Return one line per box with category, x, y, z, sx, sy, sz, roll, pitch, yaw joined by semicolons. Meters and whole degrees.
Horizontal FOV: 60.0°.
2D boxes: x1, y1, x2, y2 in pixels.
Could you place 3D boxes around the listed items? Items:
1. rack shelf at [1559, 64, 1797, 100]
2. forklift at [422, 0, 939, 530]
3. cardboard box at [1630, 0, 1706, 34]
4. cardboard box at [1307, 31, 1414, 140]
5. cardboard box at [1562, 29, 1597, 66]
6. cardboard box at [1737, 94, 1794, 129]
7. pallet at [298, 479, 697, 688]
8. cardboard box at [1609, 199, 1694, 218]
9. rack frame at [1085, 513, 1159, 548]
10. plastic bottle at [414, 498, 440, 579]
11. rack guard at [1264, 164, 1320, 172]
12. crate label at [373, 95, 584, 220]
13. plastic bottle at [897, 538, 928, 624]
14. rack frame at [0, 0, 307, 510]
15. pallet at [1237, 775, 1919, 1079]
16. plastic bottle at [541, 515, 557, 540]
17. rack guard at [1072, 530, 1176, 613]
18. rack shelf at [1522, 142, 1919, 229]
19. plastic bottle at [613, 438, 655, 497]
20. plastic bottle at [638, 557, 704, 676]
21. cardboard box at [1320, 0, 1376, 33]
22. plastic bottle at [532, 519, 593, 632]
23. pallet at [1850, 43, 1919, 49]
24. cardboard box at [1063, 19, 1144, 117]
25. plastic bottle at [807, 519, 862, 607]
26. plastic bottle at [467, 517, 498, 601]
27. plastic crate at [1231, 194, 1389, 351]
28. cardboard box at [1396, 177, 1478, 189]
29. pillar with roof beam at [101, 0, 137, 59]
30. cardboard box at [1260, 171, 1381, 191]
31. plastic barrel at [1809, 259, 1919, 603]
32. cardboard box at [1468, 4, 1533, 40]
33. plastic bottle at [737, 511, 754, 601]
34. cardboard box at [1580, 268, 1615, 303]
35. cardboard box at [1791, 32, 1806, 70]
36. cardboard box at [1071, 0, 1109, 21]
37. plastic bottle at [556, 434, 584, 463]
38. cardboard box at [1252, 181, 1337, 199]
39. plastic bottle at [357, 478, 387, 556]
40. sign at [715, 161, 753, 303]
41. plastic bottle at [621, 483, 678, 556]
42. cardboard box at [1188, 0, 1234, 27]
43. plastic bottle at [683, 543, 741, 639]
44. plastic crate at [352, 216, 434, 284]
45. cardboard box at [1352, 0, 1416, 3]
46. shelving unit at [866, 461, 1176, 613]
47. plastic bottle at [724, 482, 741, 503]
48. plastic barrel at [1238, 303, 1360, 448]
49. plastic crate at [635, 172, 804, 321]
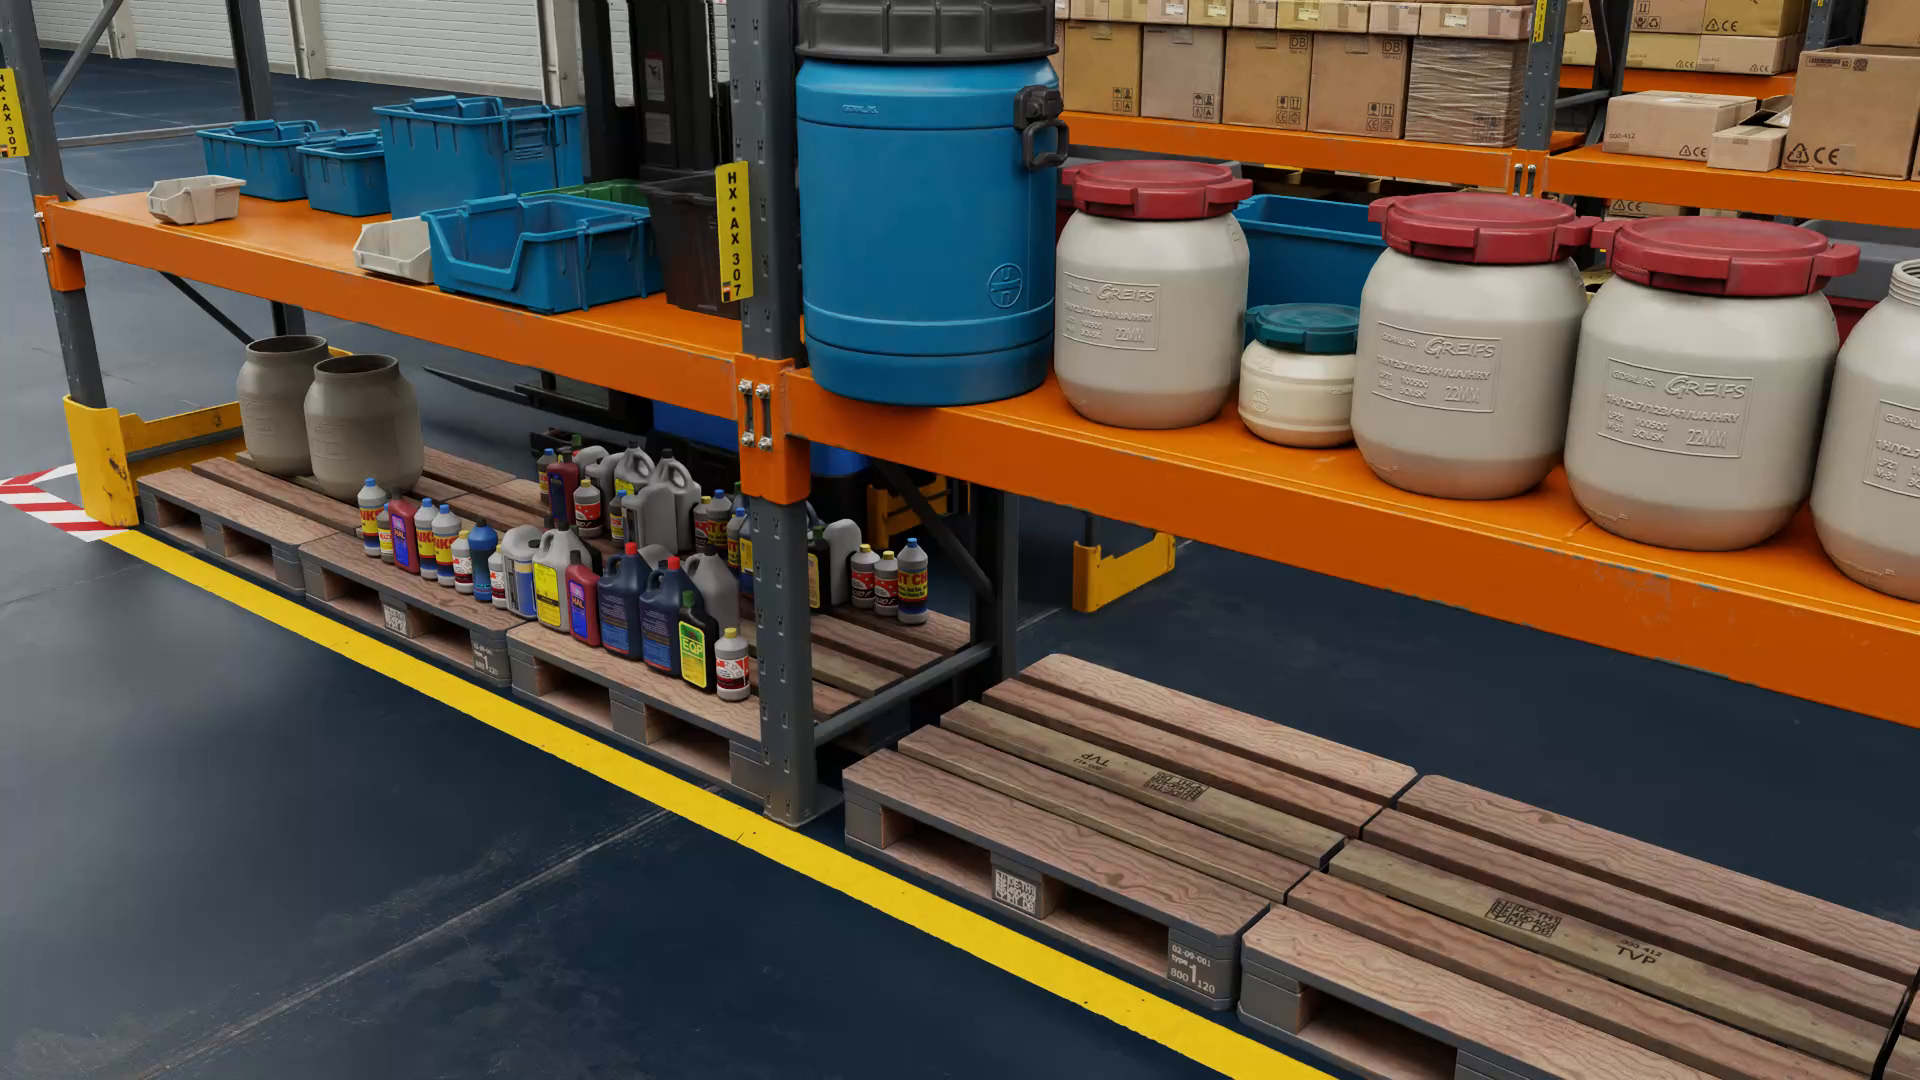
rack shelf;4.532;-3.572;12.910;4.000;0.370;1.077;16;26;36
forklift;-1.319;-1.788;7.255;3.031;2.935;1.130;16;26;36
cardboard box;5.130;-3.883;11.837;0.500;0.500;0.500;16;26;36
cardboard box;2.192;-2.368;8.554;0.500;0.500;0.700;16;26;36
cardboard box;4.743;-3.646;12.270;0.500;0.250;0.500;16;26;36
cardboard box;3.750;-1.899;7.643;0.258;0.266;0.396;15;26;35
pallet;-1.626;0.117;6.059;1.213;0.211;1.003;16;26;36
cardboard box;5.253;-2.720;12.548;0.500;0.500;0.500;14;25;32
rack frame;0.615;-0.525;5.934;0.032;1.500;0.500;16;26;36
plastic bottle;-1.808;-0.010;5.687;0.097;0.271;0.097;0;21;0
rack guard;3.042;-3.169;14.362;0.348;0.500;1.175;16;26;36
crate label;-1.684;-1.327;5.885;0.616;0.435;0.502;16;26;36
plastic bottle;-0.152;0.125;5.328;0.097;0.271;0.097;0;21;0
rack frame;-3.281;-1.647;6.784;0.127;3.000;1.000;16;26;36
pallet;1.400;0.987;3.752;1.213;0.211;1.003;16;26;36
plastic bottle;-1.319;0.064;5.473;0.133;0.283;0.061;16;26;36
rack guard;0.614;0.060;6.155;0.087;0.250;0.587;16;26;36
rack shelf;4.502;-1.325;6.950;4.000;0.370;1.077;16;26;36
plastic bottle;-1.165;-0.193;6.059;0.185;0.351;0.144;17;27;38
plastic bottle;-0.863;0.214;4.980;0.185;0.351;0.144;15;25;35
cardboard box;2.008;-2.632;8.335;0.250;0.149;0.380;16;26;36
plastic bottle;-1.262;0.099;5.284;0.185;0.351;0.144;16;26;36
pallet;6.582;-3.163;11.076;1.213;0.211;1.003;16;26;36
cardboard box;0.998;-2.711;9.465;0.500;0.500;0.700;16;26;37
plastic bottle;-0.420;0.059;5.499;0.135;0.276;0.152;17;27;38
plastic bottle;-1.574;0.058;5.508;0.097;0.271;0.097;0;21;0
plastic crate;0.869;-0.586;3.994;0.575;0.384;0.392;16;26;36
cardboard box;3.904;-2.997;13.551;0.500;0.311;0.500;19;28;41
pillar with roof beam;-17.243;-11.420;24.199;0.400;9.000;9.100;16;26;36
cardboard box;2.017;-1.781;9.378;0.500;0.500;0.500;16;26;36
plastic barrel;1.658;-0.180;2.735;0.421;0.512;0.421;0;21;0
cardboard box;2.607;-2.460;7.880;0.250;0.149;0.380;16;26;36
plastic bottle;-0.636;0.025;5.481;0.185;0.351;0.144;16;26;36
cardboard box;3.115;-1.120;7.893;0.500;0.311;0.500;16;26;36
cardboard box;5.853;-3.565;12.056;0.500;0.250;0.500;16;26;37
cardboard box;0.822;-2.974;9.243;0.250;0.149;0.380;15;25;35
plastic bottle;-1.479;-0.271;6.361;0.133;0.283;0.061;17;26;38
cardboard box;1.685;-1.637;8.998;0.500;0.500;0.500;16;26;36
plastic bottle;-2.074;-0.086;5.890;0.097;0.271;0.097;0;21;0
sign;-0.539;-0.736;3.977;0.005;0.325;0.100;16;26;36
plastic bottle;-1.095;-0.070;5.840;0.135;0.276;0.152;16;26;36
cardboard box;1.416;-2.802;8.787;0.250;0.149;0.380;17;27;38
plastic bottle;-0.772;0.175;5.084;0.185;0.351;0.144;16;26;36
plastic crate;-1.600;-0.924;5.241;0.437;0.136;0.530;16;26;36
cardboard box;2.213;-2.971;8.316;0.500;0.500;0.700;16;26;36
shelving unit;0.228;-0.636;6.229;1.083;1.500;0.587;16;26;36
plastic bottle;-0.793;-0.073;5.837;0.133;0.283;0.061;18;27;39
plastic barrel;0.746;-0.353;3.548;0.301;0.262;0.301;0;21;0
plastic crate;-0.507;-0.877;4.831;0.504;0.338;0.767;16;26;36
